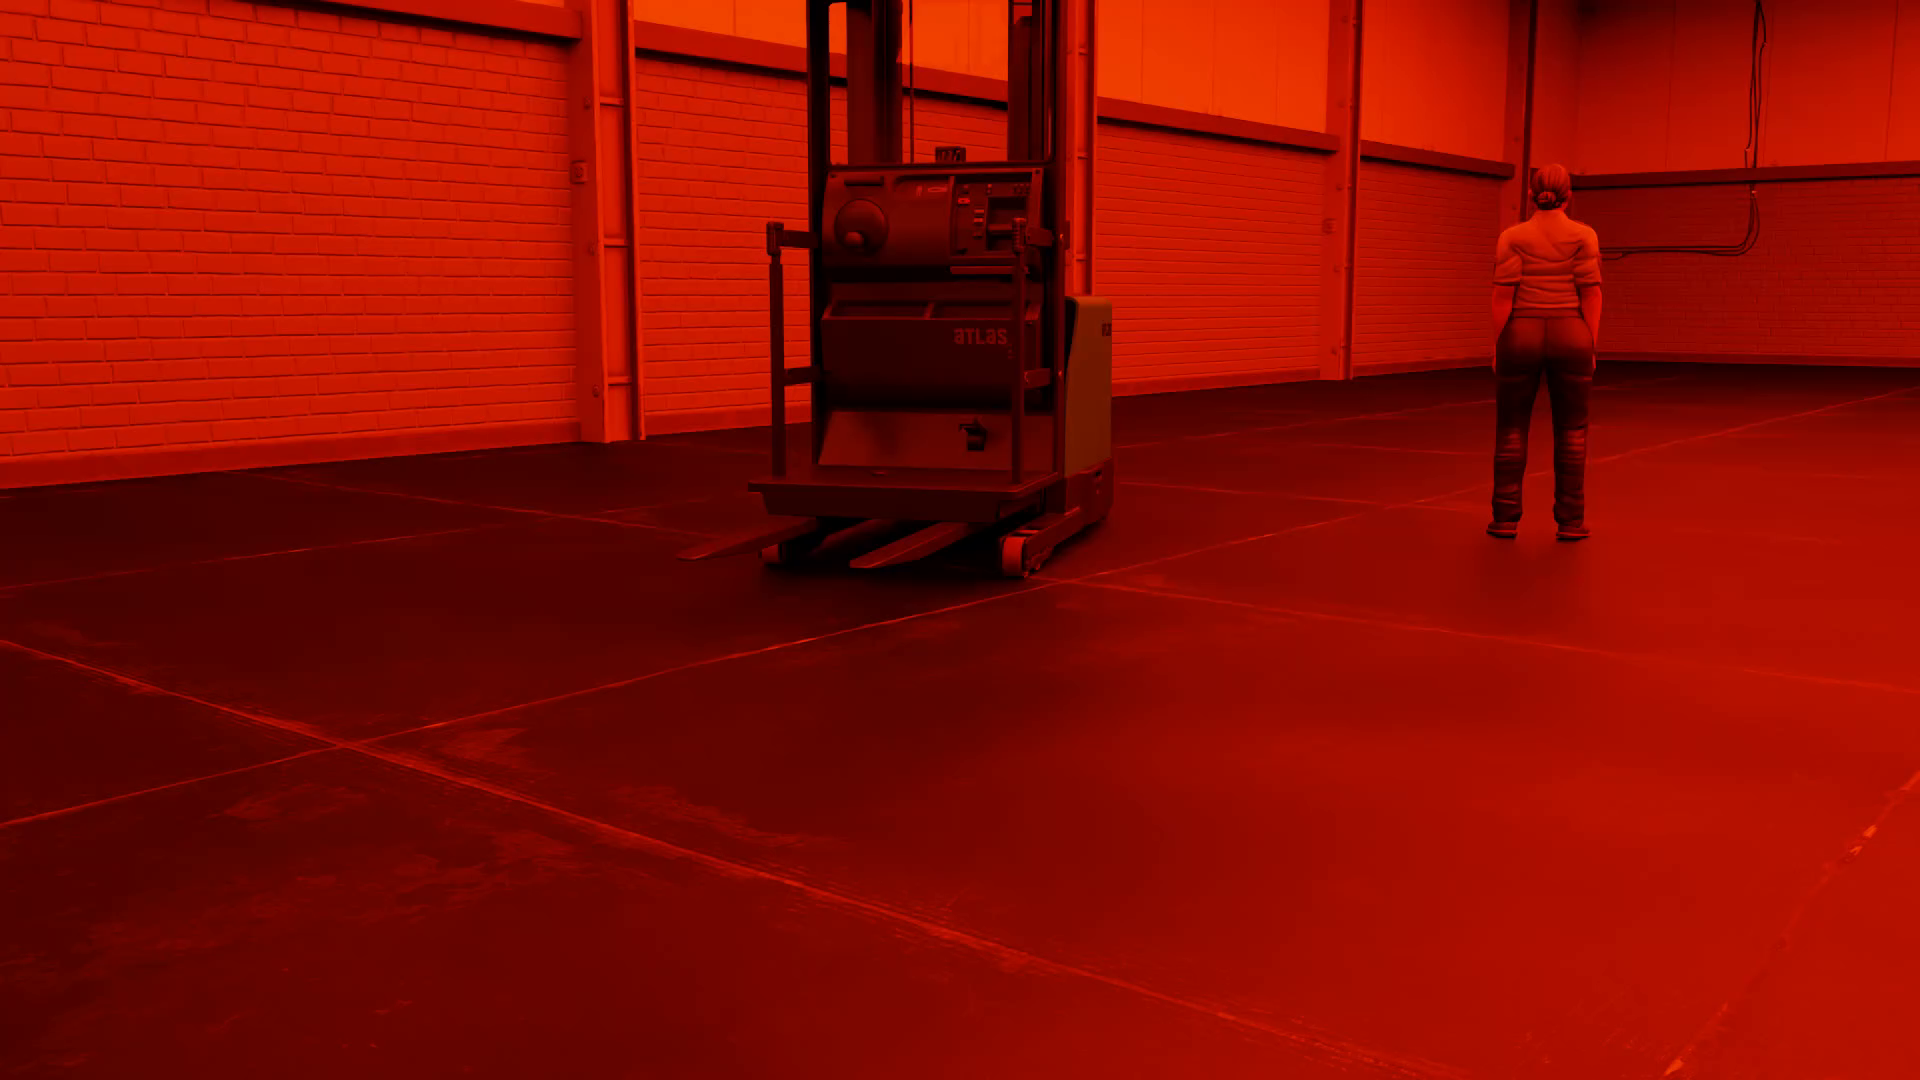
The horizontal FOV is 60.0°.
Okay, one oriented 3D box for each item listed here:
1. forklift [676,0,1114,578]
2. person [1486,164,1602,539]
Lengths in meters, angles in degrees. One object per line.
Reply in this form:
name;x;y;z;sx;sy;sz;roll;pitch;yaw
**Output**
forklift;-0.176;-1.366;6.616;1.130;2.935;3.031;3;9;17
person;2.607;-0.829;7.407;0.471;1.651;0.363;3;9;19
